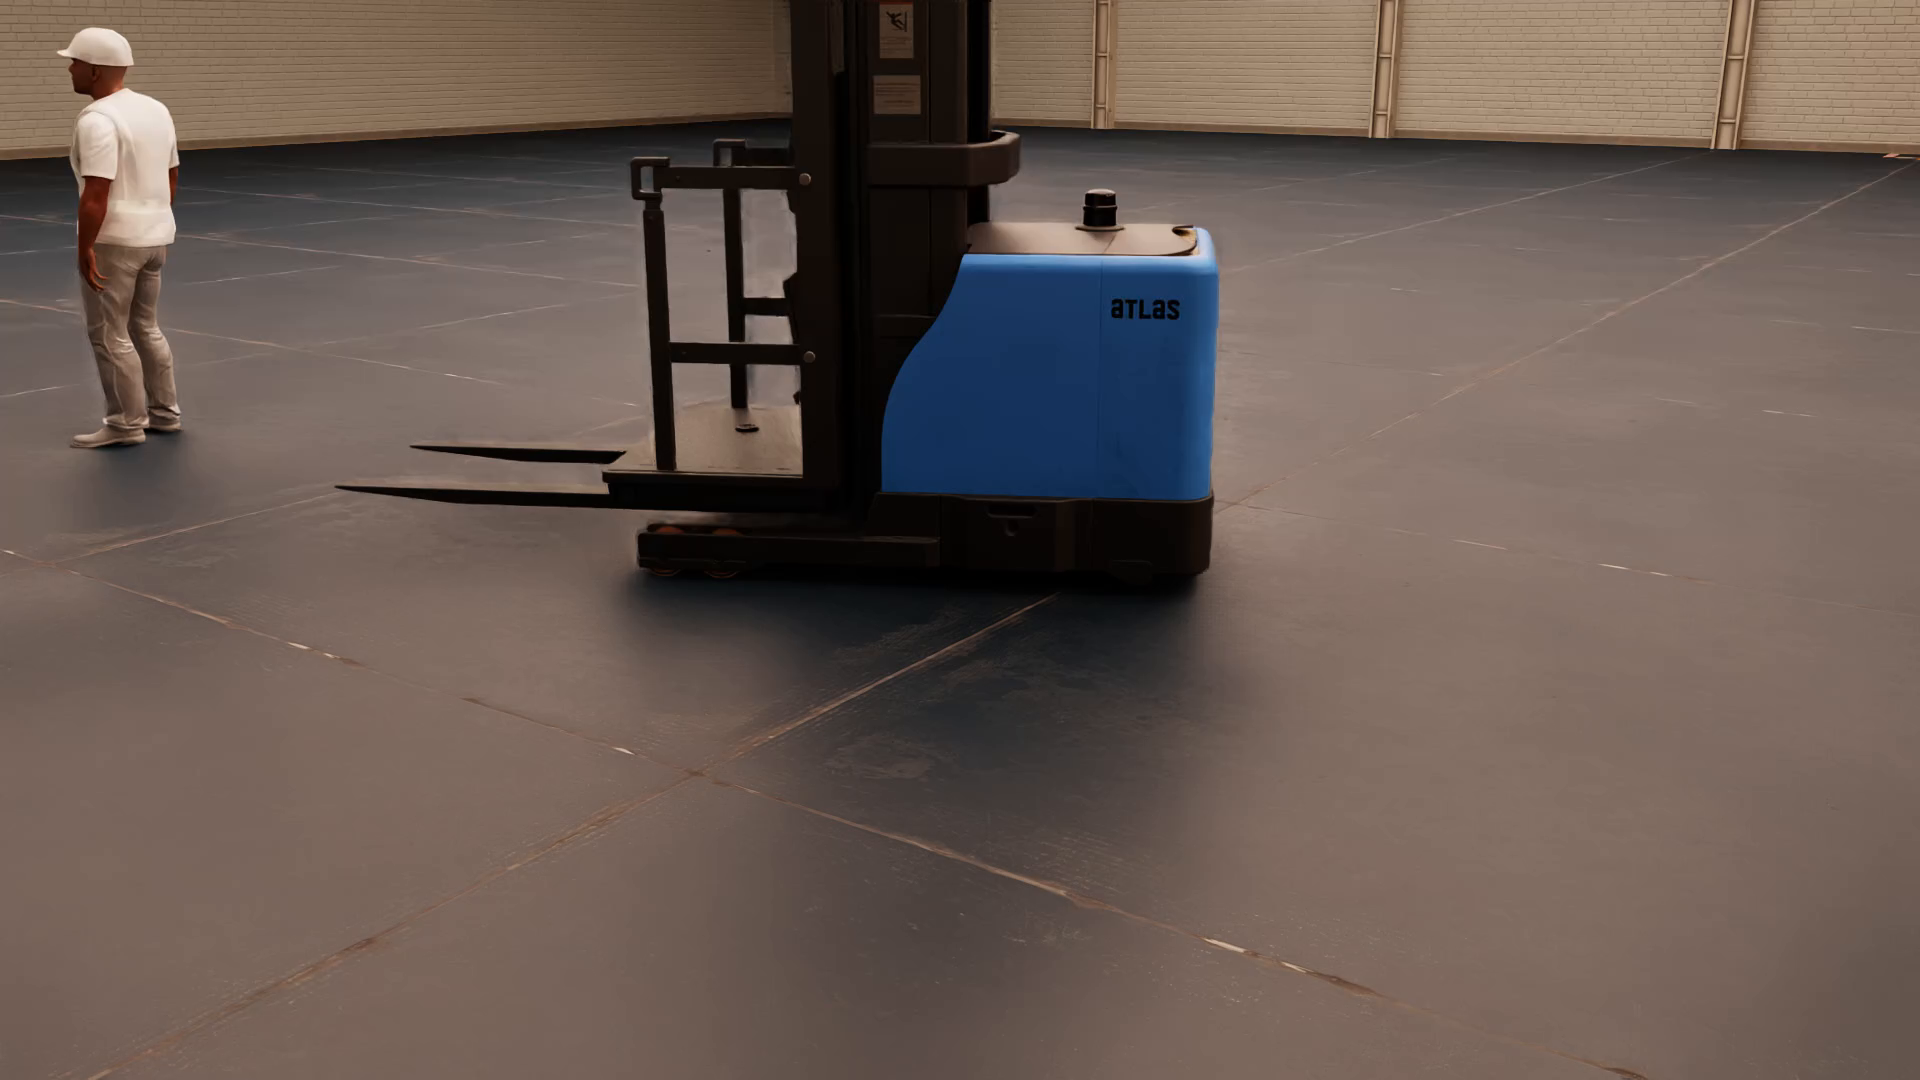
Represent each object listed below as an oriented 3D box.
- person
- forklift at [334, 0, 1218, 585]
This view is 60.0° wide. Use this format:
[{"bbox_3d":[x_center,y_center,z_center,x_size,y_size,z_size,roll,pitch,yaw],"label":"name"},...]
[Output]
[{"bbox_3d":[-3.666,-1.297,7.224,0.492,1.778,0.661,2,17,6],"label":"person"},{"bbox_3d":[-0.643,-1.422,5.589,3.031,2.935,1.130,2,17,6],"label":"forklift"}]
